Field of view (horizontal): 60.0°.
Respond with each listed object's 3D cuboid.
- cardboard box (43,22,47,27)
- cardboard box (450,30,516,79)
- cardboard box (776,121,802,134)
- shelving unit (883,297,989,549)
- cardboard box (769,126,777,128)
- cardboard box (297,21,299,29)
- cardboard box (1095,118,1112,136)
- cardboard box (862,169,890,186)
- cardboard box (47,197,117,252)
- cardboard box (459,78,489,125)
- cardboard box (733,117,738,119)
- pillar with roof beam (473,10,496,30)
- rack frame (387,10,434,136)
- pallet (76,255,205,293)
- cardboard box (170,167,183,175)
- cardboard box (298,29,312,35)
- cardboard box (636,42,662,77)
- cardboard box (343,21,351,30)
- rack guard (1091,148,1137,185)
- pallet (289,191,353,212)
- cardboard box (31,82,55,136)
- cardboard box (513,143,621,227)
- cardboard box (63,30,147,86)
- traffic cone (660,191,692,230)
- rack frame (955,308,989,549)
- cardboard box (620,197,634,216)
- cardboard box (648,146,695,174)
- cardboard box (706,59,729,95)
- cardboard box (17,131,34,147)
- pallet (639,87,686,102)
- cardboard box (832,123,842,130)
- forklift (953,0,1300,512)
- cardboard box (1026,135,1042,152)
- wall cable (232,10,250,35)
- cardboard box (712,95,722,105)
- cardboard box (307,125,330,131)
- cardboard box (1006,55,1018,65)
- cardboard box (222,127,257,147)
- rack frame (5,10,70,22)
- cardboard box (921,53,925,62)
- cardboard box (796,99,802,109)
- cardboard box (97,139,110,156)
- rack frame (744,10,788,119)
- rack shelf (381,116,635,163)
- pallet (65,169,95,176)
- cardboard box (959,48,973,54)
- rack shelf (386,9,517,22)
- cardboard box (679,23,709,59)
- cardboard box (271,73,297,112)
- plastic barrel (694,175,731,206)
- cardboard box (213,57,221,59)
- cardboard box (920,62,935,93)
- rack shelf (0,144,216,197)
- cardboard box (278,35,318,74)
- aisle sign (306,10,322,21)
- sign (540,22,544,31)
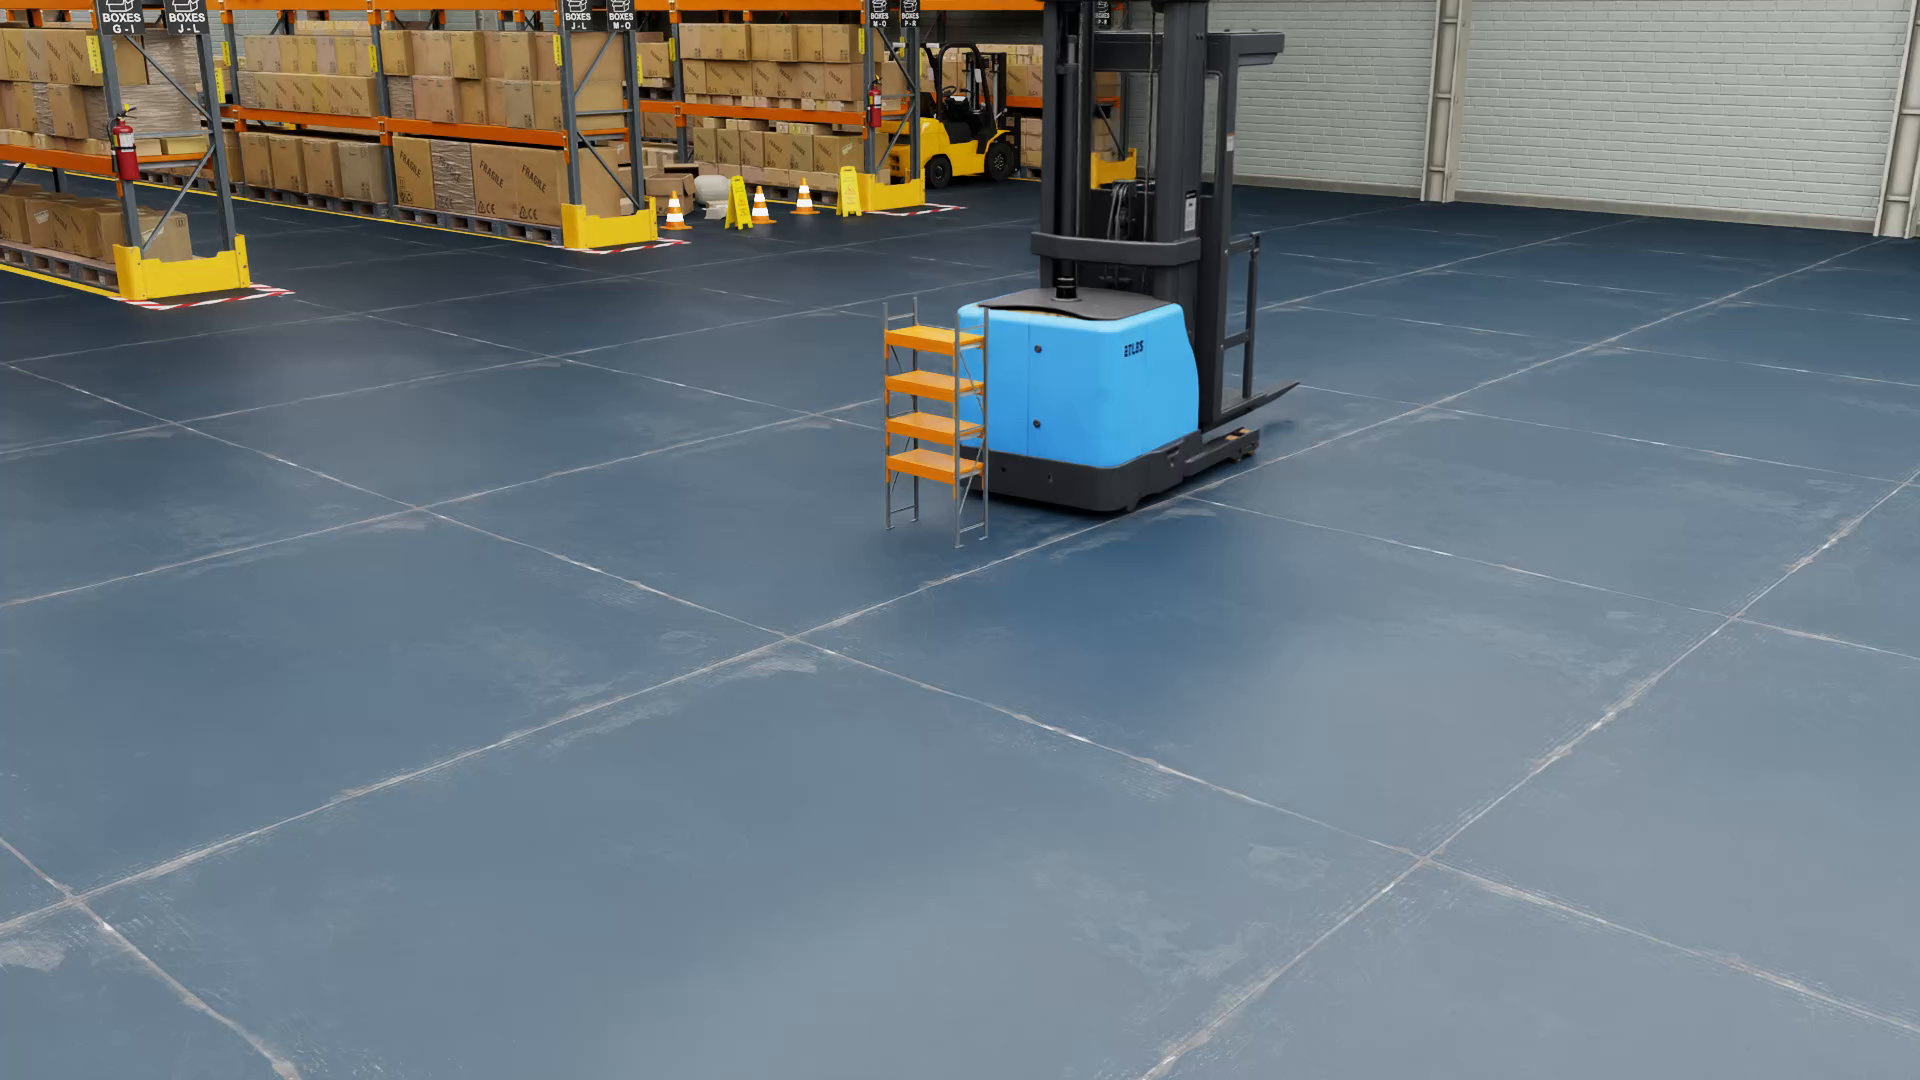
[{"bbox_3d":[-15.193,-8.467,28.022,0.500,0.500,0.500,14,23,38],"label":"cardboard box"},{"bbox_3d":[-5.677,-5.927,20.296,0.500,0.550,0.875,15,23,39],"label":"cardboard box"},{"bbox_3d":[-2.405,-5.909,23.812,0.250,0.149,0.380,16,24,42],"label":"cardboard box"},{"bbox_3d":[-0.124,-0.605,8.535,0.503,1.200,0.258,15,23,39],"label":"shelving unit"},{"bbox_3d":[-2.921,-5.979,25.103,0.500,0.500,0.500,16,23,40],"label":"cardboard box"},{"bbox_3d":[-12.574,-9.964,32.158,0.250,0.149,0.380,16,23,41],"label":"cardboard box"},{"bbox_3d":[2.127,-6.717,27.018,0.500,0.250,0.500,15,23,38],"label":"cardboard box"},{"bbox_3d":[-1.351,-5.202,23.897,0.500,0.250,0.500,15,23,39],"label":"cardboard box"},{"bbox_3d":[-9.279,-3.348,17.642,0.500,0.500,0.500,13,22,34],"label":"cardboard box"},{"bbox_3d":[-5.634,-5.427,20.506,0.500,0.550,0.875,15,23,39],"label":"cardboard box"},{"bbox_3d":[-4.082,-7.863,31.868,0.500,0.500,0.500,16,24,41],"label":"cardboard box"},{"bbox_3d":[-13.883,-13.055,34.872,0.400,9.000,9.100,15,23,39],"label":"pillar with roof beam"},{"bbox_3d":[-9.907,-8.498,30.429,0.127,3.000,1.000,15,23,39],"label":"rack frame"},{"bbox_3d":[-8.150,-2.703,16.781,1.213,0.211,1.003,15,23,39],"label":"pallet"},{"bbox_3d":[-11.943,-5.950,25.839,0.500,0.500,0.500,16,23,40],"label":"cardboard box"},{"bbox_3d":[-12.338,-9.562,31.964,0.500,0.500,0.500,14,23,38],"label":"cardboard box"},{"bbox_3d":[-4.793,-7.421,25.685,0.500,0.500,0.500,15,23,40],"label":"cardboard box"},{"bbox_3d":[-11.263,-9.592,30.986,0.250,0.149,0.380,14,23,38],"label":"cardboard box"},{"bbox_3d":[2.378,-6.016,26.741,0.348,0.500,1.175,15,23,39],"label":"rack guard"},{"bbox_3d":[-8.677,-4.805,23.403,1.213,0.211,1.003,15,23,39],"label":"pallet"},{"bbox_3d":[-8.701,-4.336,16.657,0.500,0.500,0.875,15,23,39],"label":"cardboard box"},{"bbox_3d":[-4.693,-4.257,19.884,0.875,0.875,0.875,15,23,40],"label":"cardboard box"},{"bbox_3d":[-8.085,-4.567,15.732,0.500,0.500,0.500,15,23,39],"label":"cardboard box"},{"bbox_3d":[-3.596,-4.167,20.976,0.334,0.463,0.336,15,23,39],"label":"traffic cone"},{"bbox_3d":[0.059,-0.556,8.381,0.015,1.200,0.240,15,23,39],"label":"rack frame"},{"bbox_3d":[-4.625,-4.520,22.414,0.396,0.266,0.258,-13,22,-36],"label":"cardboard box"},{"bbox_3d":[-4.317,-5.944,26.031,0.625,0.372,0.950,15,23,40],"label":"cardboard box"},{"bbox_3d":[-3.388,-6.834,24.529,0.500,0.500,0.500,15,23,39],"label":"cardboard box"},{"bbox_3d":[-9.409,-4.120,17.051,0.250,0.149,0.380,15,23,39],"label":"cardboard box"},{"bbox_3d":[-4.398,-6.986,25.984,1.213,0.211,1.003,15,23,39],"label":"pallet"},{"bbox_3d":[-2.168,-7.494,30.497,0.625,0.625,0.875,14,22,37],"label":"cardboard box"},{"bbox_3d":[1.193,-1.937,9.870,1.130,2.935,3.031,11,21,32],"label":"forklift"},{"bbox_3d":[1.421,-6.470,27.064,0.500,0.250,0.500,15,23,39],"label":"cardboard box"},{"bbox_3d":[-16.199,-11.235,37.375,0.122,1.984,0.588,15,23,39],"label":"wall cable"},{"bbox_3d":[-3.458,-6.550,24.708,0.250,0.149,0.380,15,23,39],"label":"cardboard box"},{"bbox_3d":[-12.339,-8.170,32.937,0.875,0.438,0.875,14,22,37],"label":"cardboard box"},{"bbox_3d":[0.939,-7.827,27.078,0.250,0.149,0.380,15,23,40],"label":"cardboard box"},{"bbox_3d":[-10.811,-5.998,24.752,0.500,0.250,0.500,14,23,38],"label":"cardboard box"},{"bbox_3d":[-16.109,-8.161,29.367,0.127,3.000,1.000,15,23,39],"label":"rack frame"},{"bbox_3d":[-0.568,-8.248,28.406,0.250,0.149,0.380,15,23,38],"label":"cardboard box"},{"bbox_3d":[-2.105,-6.205,23.621,0.250,0.149,0.380,15,23,40],"label":"cardboard box"},{"bbox_3d":[-8.046,-3.787,16.002,0.250,0.149,0.380,15,23,39],"label":"cardboard box"},{"bbox_3d":[-3.623,-8.818,31.439,0.127,3.000,1.000,15,23,39],"label":"rack frame"},{"bbox_3d":[-5.637,-5.007,20.618,4.000,0.370,1.077,15,23,39],"label":"rack shelf"},{"bbox_3d":[-14.559,-6.400,28.429,1.213,0.211,1.003,15,23,39],"label":"pallet"},{"bbox_3d":[0.199,-8.180,27.700,0.250,0.149,0.380,15,23,38],"label":"cardboard box"},{"bbox_3d":[-8.411,-9.183,28.818,4.000,0.370,1.077,15,23,39],"label":"rack shelf"},{"bbox_3d":[-3.738,-7.420,24.723,0.500,0.500,0.700,15,23,39],"label":"cardboard box"},{"bbox_3d":[-9.209,-6.248,23.175,0.500,0.500,0.500,15,23,39],"label":"cardboard box"},{"bbox_3d":[-3.481,-4.932,23.454,0.512,0.421,0.421,-3,18,-8],"label":"plastic barrel"},{"bbox_3d":[-11.127,-7.266,25.284,0.250,0.149,0.380,16,24,42],"label":"cardboard box"},{"bbox_3d":[-0.473,-7.915,28.426,0.500,0.500,0.500,14,22,38],"label":"cardboard box"},{"bbox_3d":[-9.005,-3.905,17.146,4.000,0.370,1.077,15,23,39],"label":"rack shelf"},{"bbox_3d":[-9.032,-6.782,23.206,0.500,0.500,0.700,15,23,38],"label":"cardboard box"},{"bbox_3d":[-12.747,-10.624,32.833,0.004,0.787,0.394,15,23,39],"label":"aisle sign"},{"bbox_3d":[-9.223,-11.249,36.660,0.005,0.325,0.100,15,23,39],"label":"sign"}]
